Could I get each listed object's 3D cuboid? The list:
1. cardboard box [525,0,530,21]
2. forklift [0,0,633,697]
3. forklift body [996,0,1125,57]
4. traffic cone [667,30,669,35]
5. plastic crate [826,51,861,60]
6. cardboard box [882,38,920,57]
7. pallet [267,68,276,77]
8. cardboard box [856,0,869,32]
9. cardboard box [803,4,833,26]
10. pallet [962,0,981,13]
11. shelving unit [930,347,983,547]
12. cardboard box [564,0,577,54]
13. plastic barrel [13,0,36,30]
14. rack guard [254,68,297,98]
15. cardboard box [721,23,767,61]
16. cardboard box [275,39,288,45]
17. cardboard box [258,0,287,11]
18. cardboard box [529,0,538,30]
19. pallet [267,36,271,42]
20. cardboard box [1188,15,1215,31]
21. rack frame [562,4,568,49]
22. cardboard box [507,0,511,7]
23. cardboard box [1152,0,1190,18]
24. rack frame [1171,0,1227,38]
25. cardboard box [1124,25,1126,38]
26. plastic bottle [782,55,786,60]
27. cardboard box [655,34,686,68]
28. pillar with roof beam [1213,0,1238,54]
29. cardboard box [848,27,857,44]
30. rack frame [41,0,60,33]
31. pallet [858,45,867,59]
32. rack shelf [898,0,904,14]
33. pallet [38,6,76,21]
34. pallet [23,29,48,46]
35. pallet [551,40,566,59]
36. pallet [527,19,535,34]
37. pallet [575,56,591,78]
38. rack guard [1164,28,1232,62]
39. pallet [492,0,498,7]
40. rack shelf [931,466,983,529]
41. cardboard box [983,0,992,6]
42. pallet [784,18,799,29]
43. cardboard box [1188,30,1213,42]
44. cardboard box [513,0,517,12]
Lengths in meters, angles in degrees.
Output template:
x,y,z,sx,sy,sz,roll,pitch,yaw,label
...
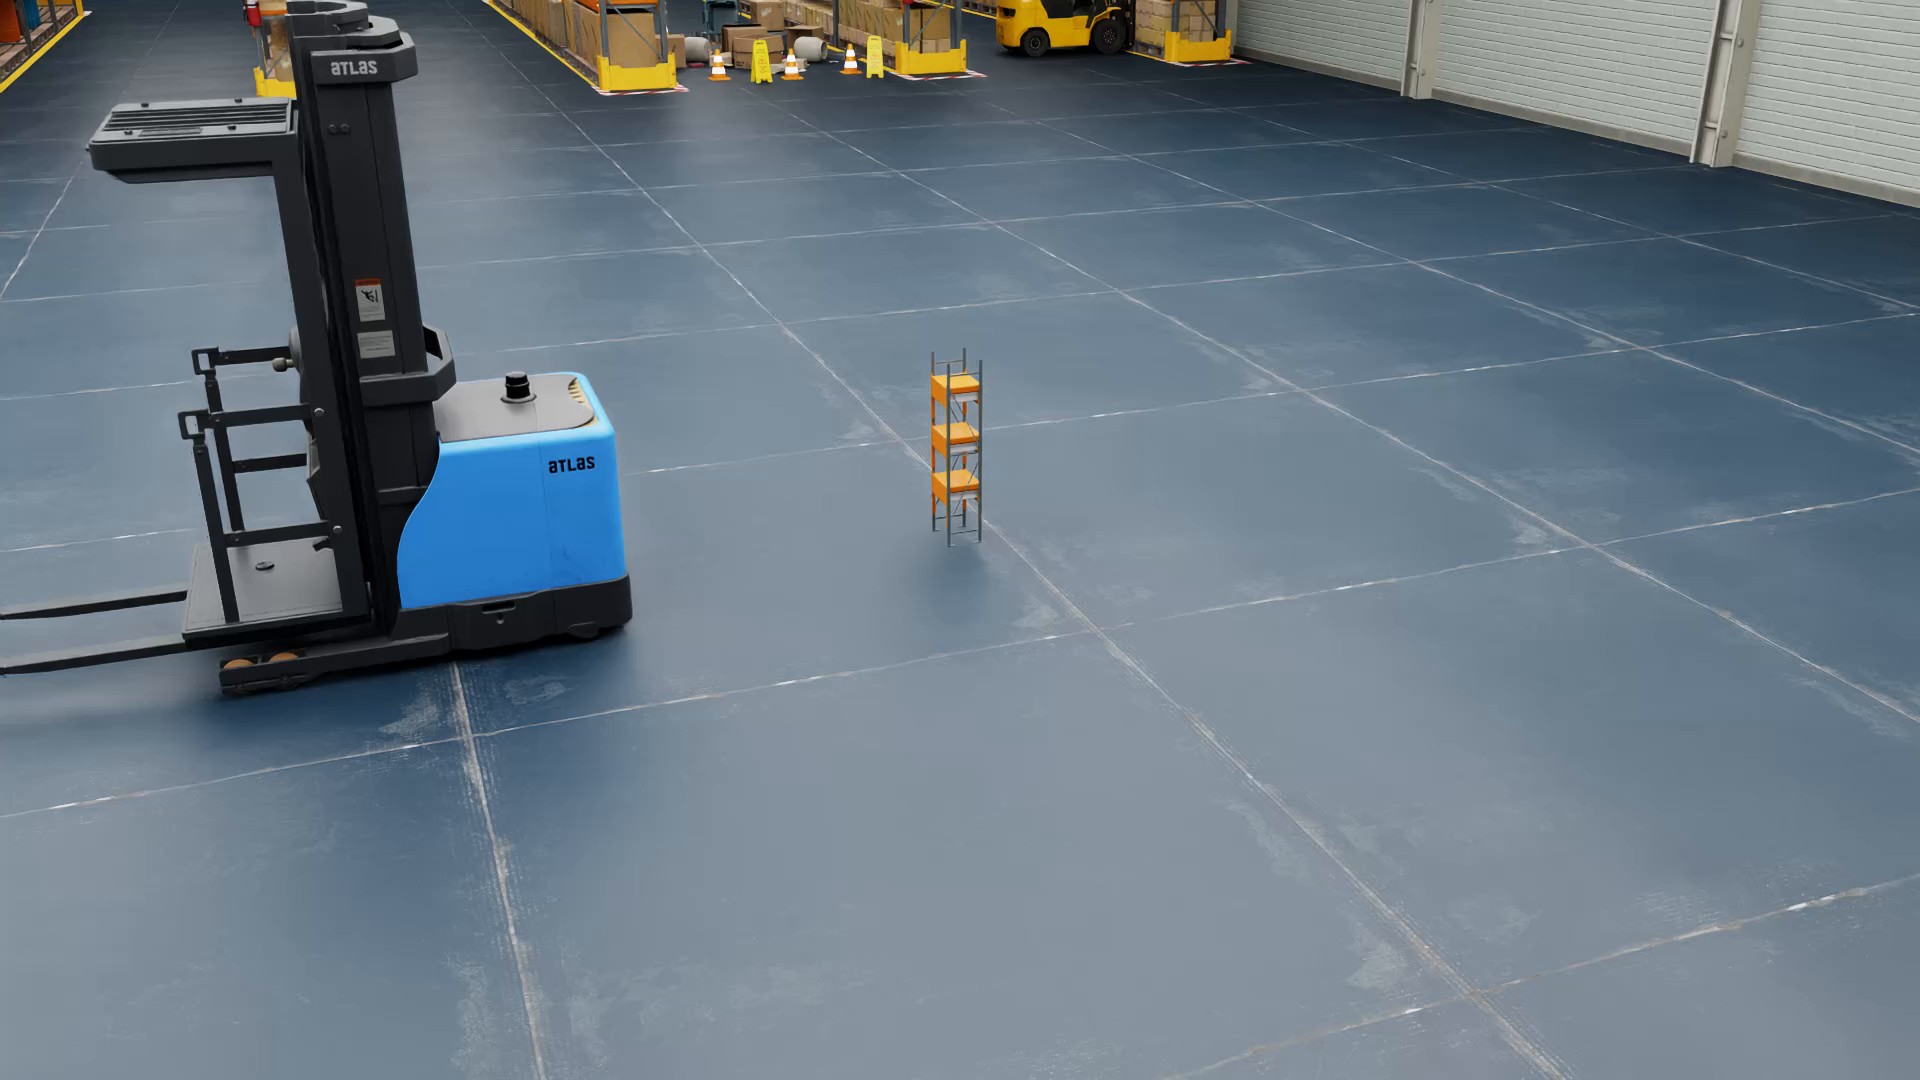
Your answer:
x,y,z,sx,sy,sz,roll,pitch,yaw,label
-8.536,-10.827,33.753,0.500,0.500,0.500,-7,24,-17,cardboard box
-3.181,-0.869,7.539,3.031,2.935,1.130,-8,24,-18,forklift
1.808,-9.932,30.045,2.313,2.155,1.214,-8,24,-19,forklift body
-5.527,-9.465,31.110,0.336,0.463,0.334,-8,24,-19,traffic cone
-2.083,-8.627,29.615,0.402,0.080,0.583,-18,29,-37,plastic crate
-1.003,-8.394,28.302,0.500,0.250,0.500,-8,24,-19,cardboard box
-10.436,-7.327,26.363,1.003,0.211,1.213,-8,24,-19,pallet
-1.533,-9.294,29.473,0.500,0.500,0.500,-7,24,-16,cardboard box
-2.563,-10.341,32.766,0.950,0.372,0.625,-8,24,-17,cardboard box
0.703,-12.225,37.983,1.003,0.211,1.213,-8,24,-19,pallet
-0.019,-0.503,9.092,0.215,1.050,0.252,-8,24,-19,shelving unit
-6.309,-8.916,28.736,0.875,0.875,0.875,-8,24,-18,cardboard box
-18.175,-10.292,31.967,0.600,0.901,0.708,-8,24,-19,plastic barrel
-9.755,-6.718,24.545,1.175,0.500,0.348,-8,24,-19,rack guard
-3.785,-8.743,29.172,0.797,0.637,0.503,-8,24,-19,cardboard box
-10.380,-7.555,25.992,0.500,0.500,0.500,-6,24,-14,cardboard box
-10.022,-7.801,24.221,0.380,0.149,0.250,-8,24,-19,cardboard box
-7.748,-10.316,32.219,1.050,0.750,0.750,-9,24,-20,cardboard box
-12.280,-9.180,30.758,1.003,0.211,1.213,-8,24,-19,pallet
4.213,-9.240,29.667,0.500,0.250,0.500,-8,24,-18,cardboard box
-6.466,-9.939,28.970,1.000,3.000,0.127,-8,24,-19,rack frame
-9.749,-11.822,36.566,0.380,0.149,0.250,-8,24,-18,cardboard box
3.730,-9.396,29.393,0.500,0.250,0.500,-8,24,-17,cardboard box
4.185,-9.884,28.839,1.000,3.000,0.127,-8,24,-19,rack frame
3.184,-9.489,30.900,0.500,0.250,0.500,-8,24,-17,cardboard box
-3.169,-8.575,29.516,0.133,0.061,0.283,-4,23,-10,plastic bottle
-4.957,-8.365,28.450,0.500,0.500,0.500,-4,23,-10,cardboard box
0.755,-12.435,27.166,9.100,9.000,0.400,-8,24,-19,pillar with roof beam
-1.716,-9.138,30.068,0.500,0.250,0.500,-7,24,-16,cardboard box
-18.601,-11.523,32.726,1.000,3.000,0.127,-8,24,-19,rack frame
-1.165,-8.687,29.589,1.003,0.211,1.213,-8,24,-19,pallet
-1.164,-9.597,29.084,1.077,0.370,4.000,-8,24,-19,rack shelf
-19.759,-11.386,35.993,1.003,0.211,1.213,-8,24,-19,pallet
-17.933,-9.508,31.536,1.003,0.211,1.213,-8,24,-19,pallet
-6.809,-8.924,30.152,1.003,0.211,1.213,-8,24,-19,pallet
-8.153,-10.392,33.634,1.003,0.211,1.213,-8,24,-19,pallet
-5.835,-7.923,27.777,1.003,0.211,1.213,-8,24,-19,pallet
4.193,-8.724,29.304,1.175,0.500,0.348,-8,24,-19,rack guard
-10.424,-12.687,39.079,1.003,0.211,1.213,-8,24,-19,pallet
-0.019,-0.237,9.204,0.215,0.259,0.240,-8,24,-19,rack shelf
0.841,-12.140,36.869,0.500,0.500,0.500,-9,24,-20,cardboard box
-3.009,-10.539,33.984,1.003,0.211,1.213,-8,24,-19,pallet
4.194,-9.016,29.778,0.500,0.250,0.500,-8,24,-19,cardboard box
-9.279,-11.583,35.547,0.500,0.500,0.500,-7,24,-17,cardboard box
